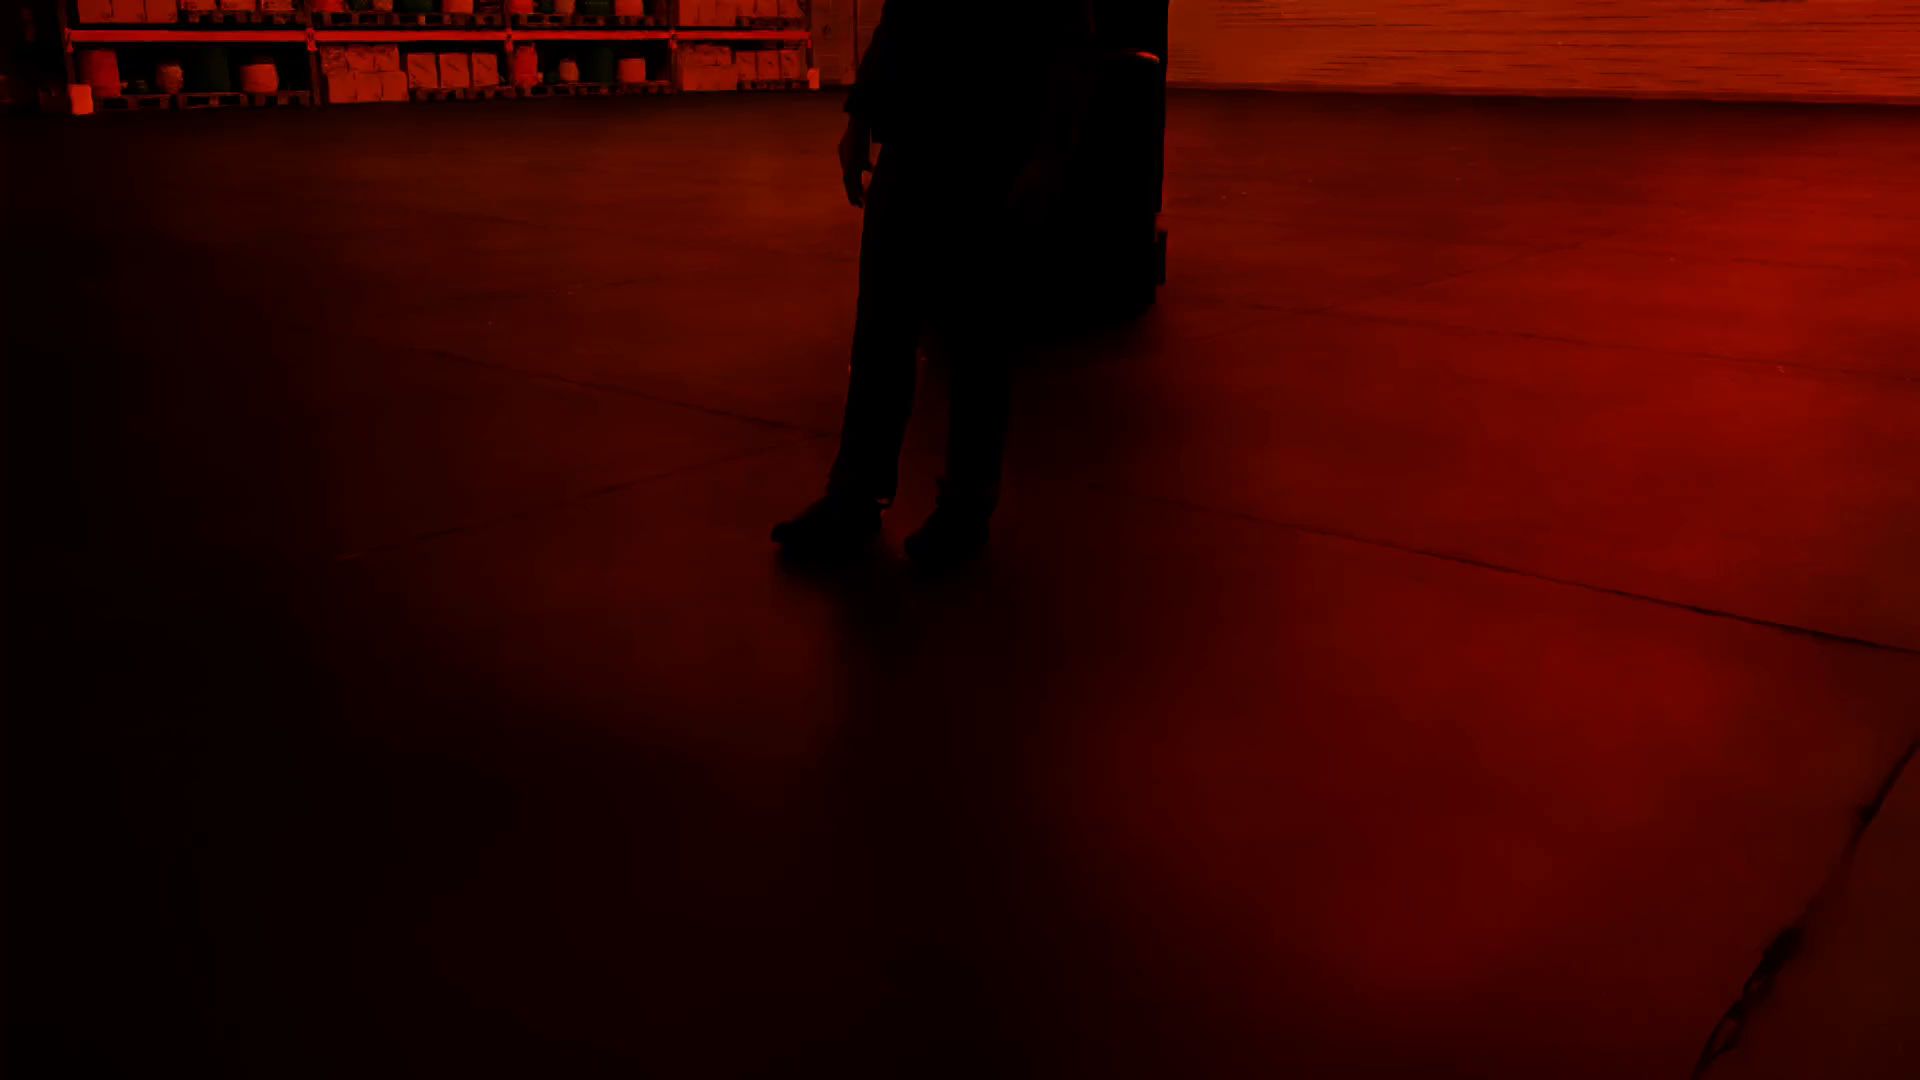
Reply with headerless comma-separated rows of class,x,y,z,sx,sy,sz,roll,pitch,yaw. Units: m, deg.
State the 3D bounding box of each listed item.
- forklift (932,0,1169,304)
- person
forklift,0.482,-2.809,8.148,1.130,2.935,3.031,2,17,6
person,-0.046,-0.818,3.649,0.632,1.720,0.567,13,21,37
